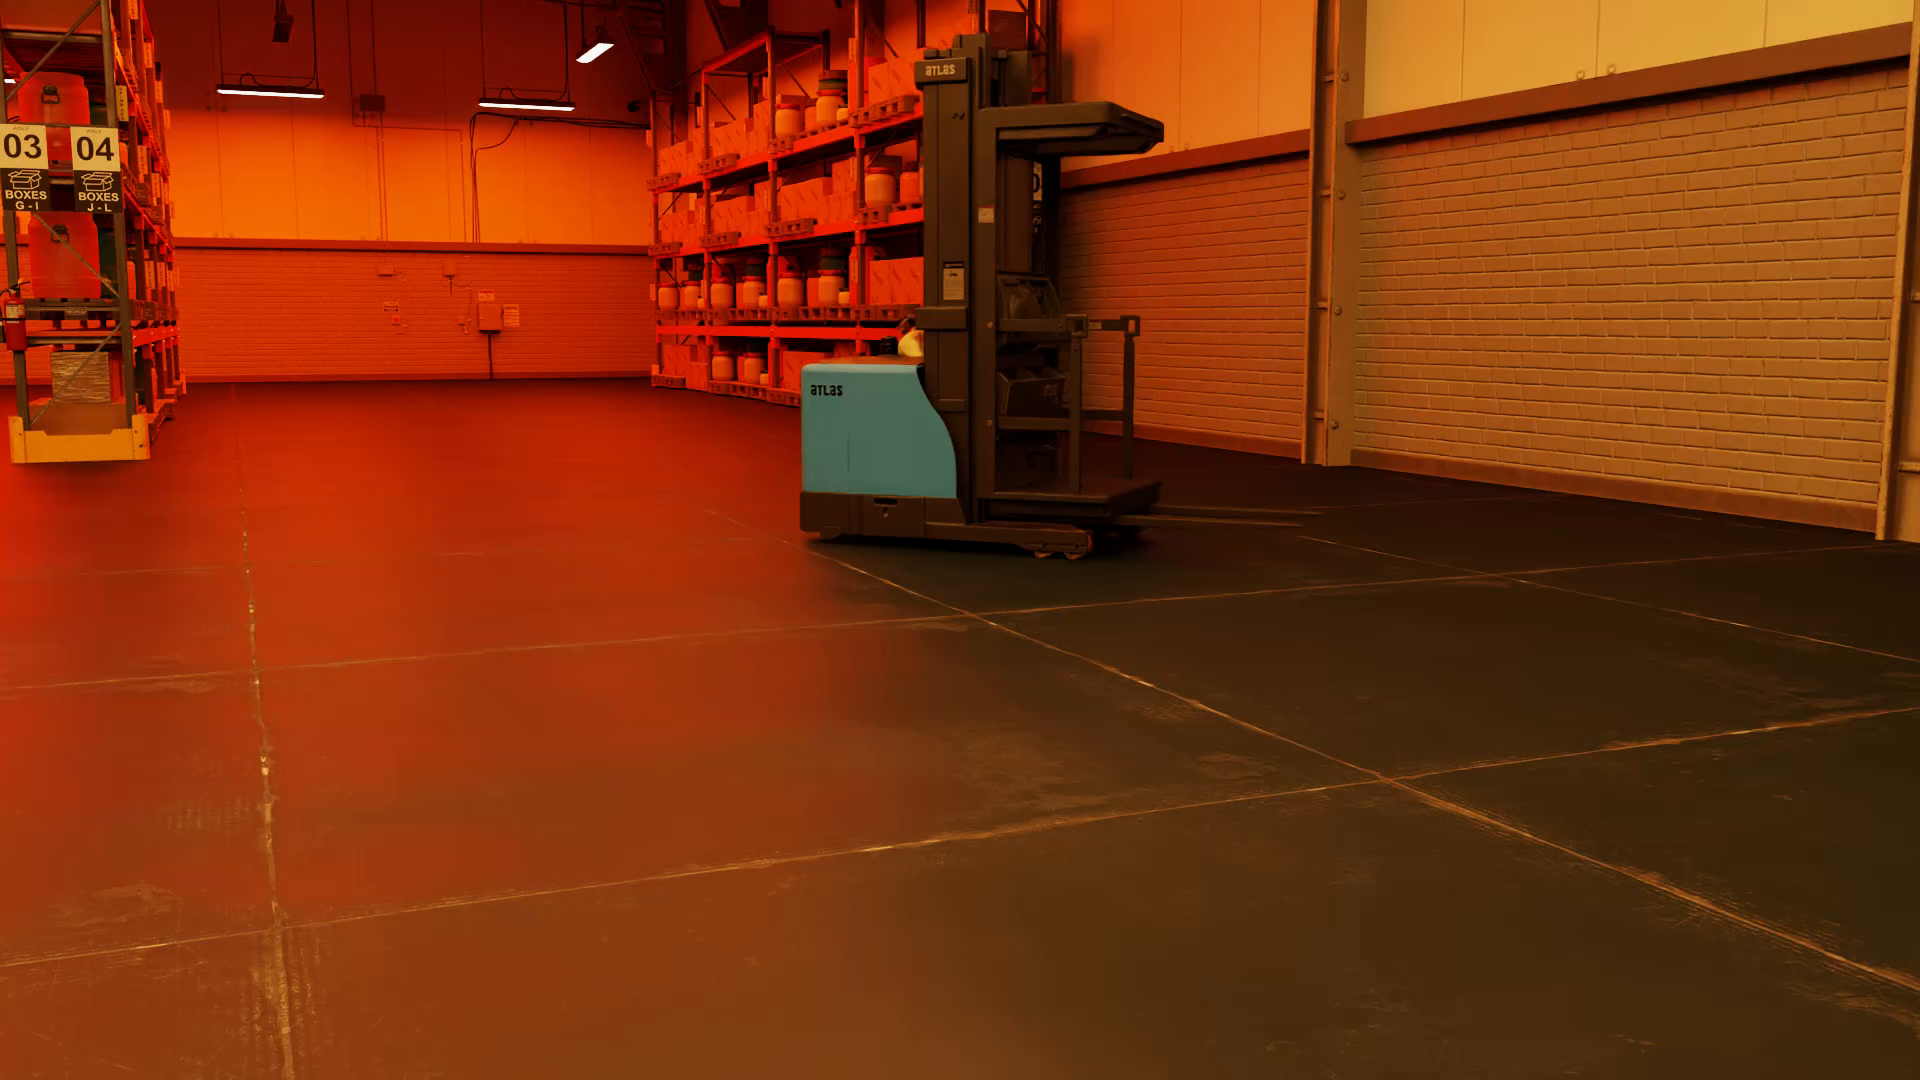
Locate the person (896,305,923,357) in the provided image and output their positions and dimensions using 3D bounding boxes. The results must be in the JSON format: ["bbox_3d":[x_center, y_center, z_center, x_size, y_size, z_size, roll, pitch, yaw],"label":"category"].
[{"bbox_3d":[-0.171,-1.071,12.710,0.636,1.455,1.196,1,8,9],"label":"person"}]

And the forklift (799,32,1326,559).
[{"bbox_3d":[0.593,-1.423,9.735,3.031,2.935,1.130,3,8,23],"label":"forklift"}]
